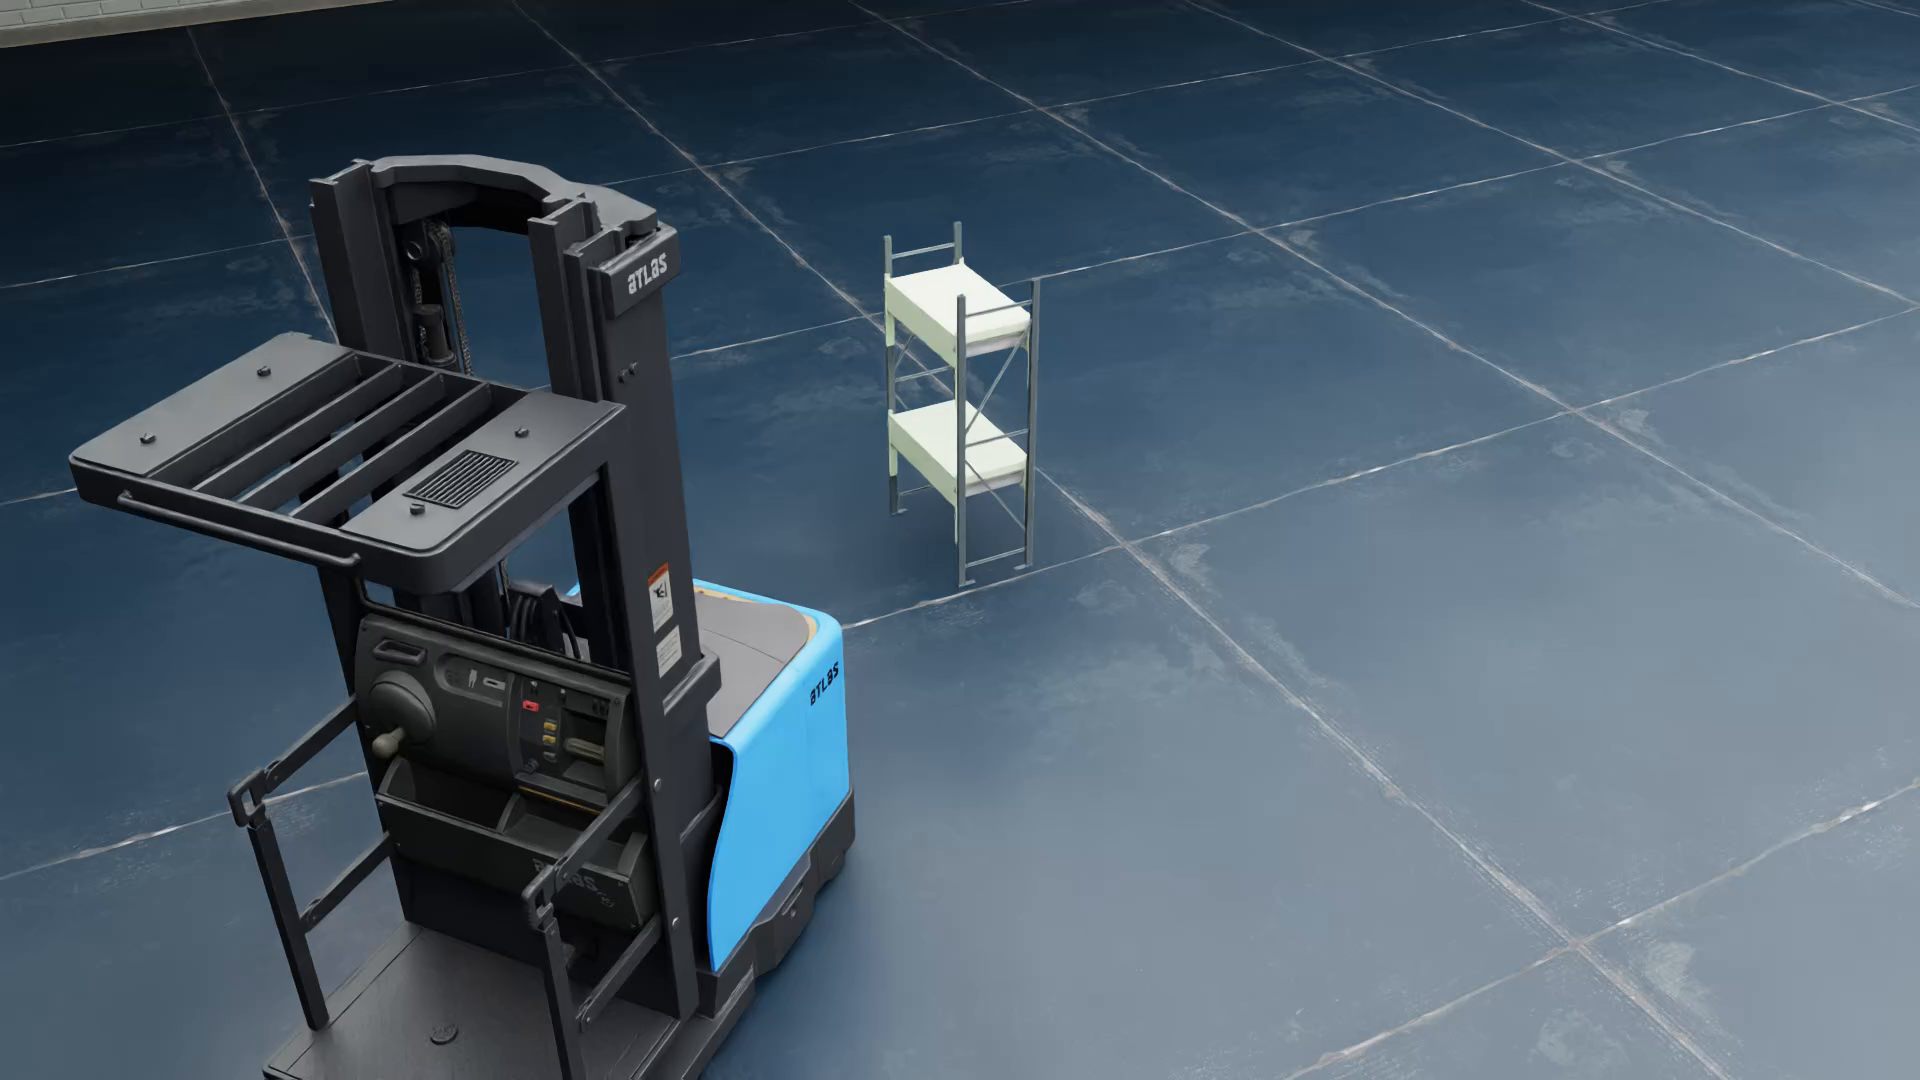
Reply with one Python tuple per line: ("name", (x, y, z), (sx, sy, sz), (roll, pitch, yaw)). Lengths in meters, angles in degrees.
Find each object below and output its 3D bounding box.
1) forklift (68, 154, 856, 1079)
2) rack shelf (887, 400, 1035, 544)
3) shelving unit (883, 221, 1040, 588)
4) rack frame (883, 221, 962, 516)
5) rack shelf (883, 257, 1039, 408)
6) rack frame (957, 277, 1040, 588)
("forklift", (-1.452, 0.561, 4.658), (1.130, 2.935, 3.031), (13, 35, 20))
("rack shelf", (-0.003, -0.360, 8.026), (0.431, 0.370, 0.720), (-16, 36, -23))
("shelving unit", (-0.003, -0.635, 7.850), (0.431, 1.500, 0.755), (-16, 36, -23))
("rack frame", (-0.174, -0.809, 8.123), (0.400, 1.500, 0.023), (-16, 36, -23))
("rack shelf", (-0.003, -0.963, 7.640), (0.431, 0.370, 0.720), (-16, 36, -23))
("rack frame", (0.168, -0.460, 7.578), (0.400, 1.500, 0.023), (-16, 36, -23))
